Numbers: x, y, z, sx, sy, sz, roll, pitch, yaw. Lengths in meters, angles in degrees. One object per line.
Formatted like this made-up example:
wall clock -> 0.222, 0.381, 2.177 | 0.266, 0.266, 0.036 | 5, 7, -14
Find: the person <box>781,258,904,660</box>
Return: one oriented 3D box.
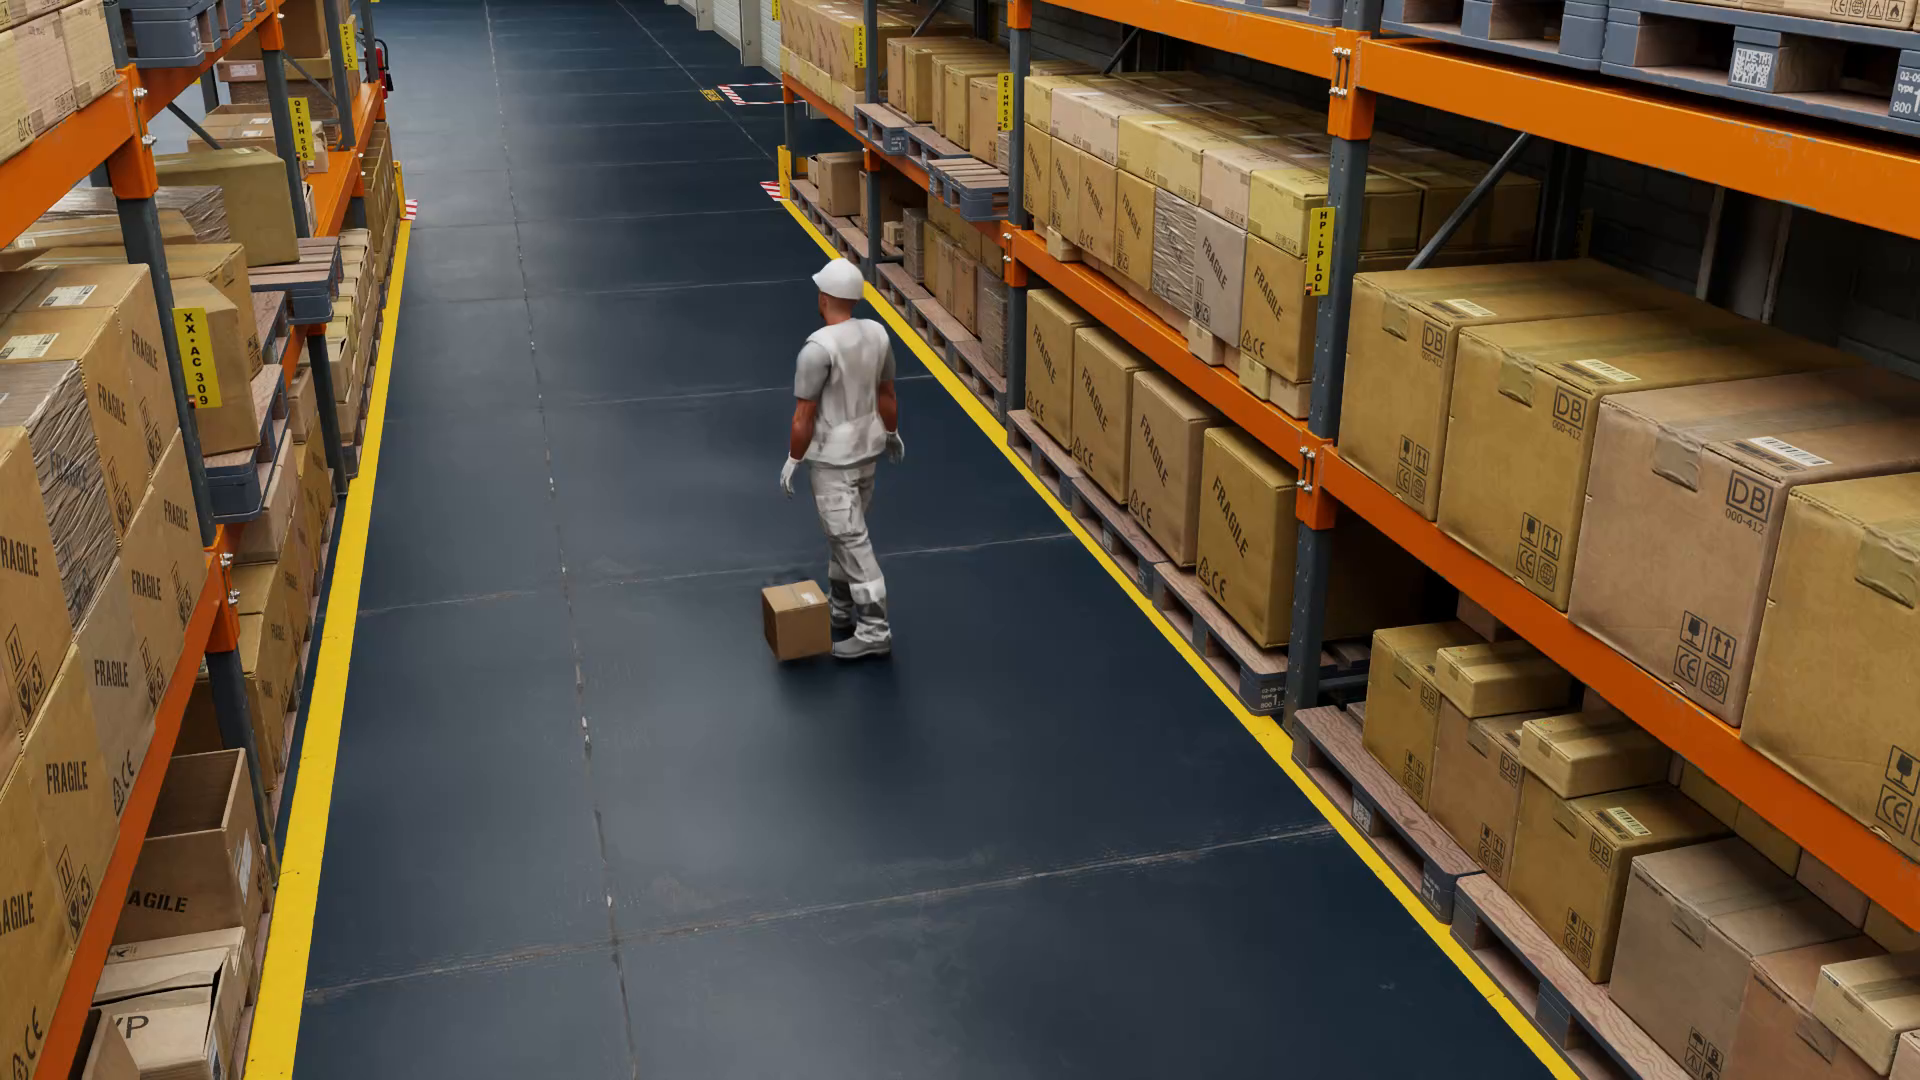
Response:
person -> -0.506, -0.386, 7.486 | 0.636, 1.790, 0.680 | 16, 28, 34
